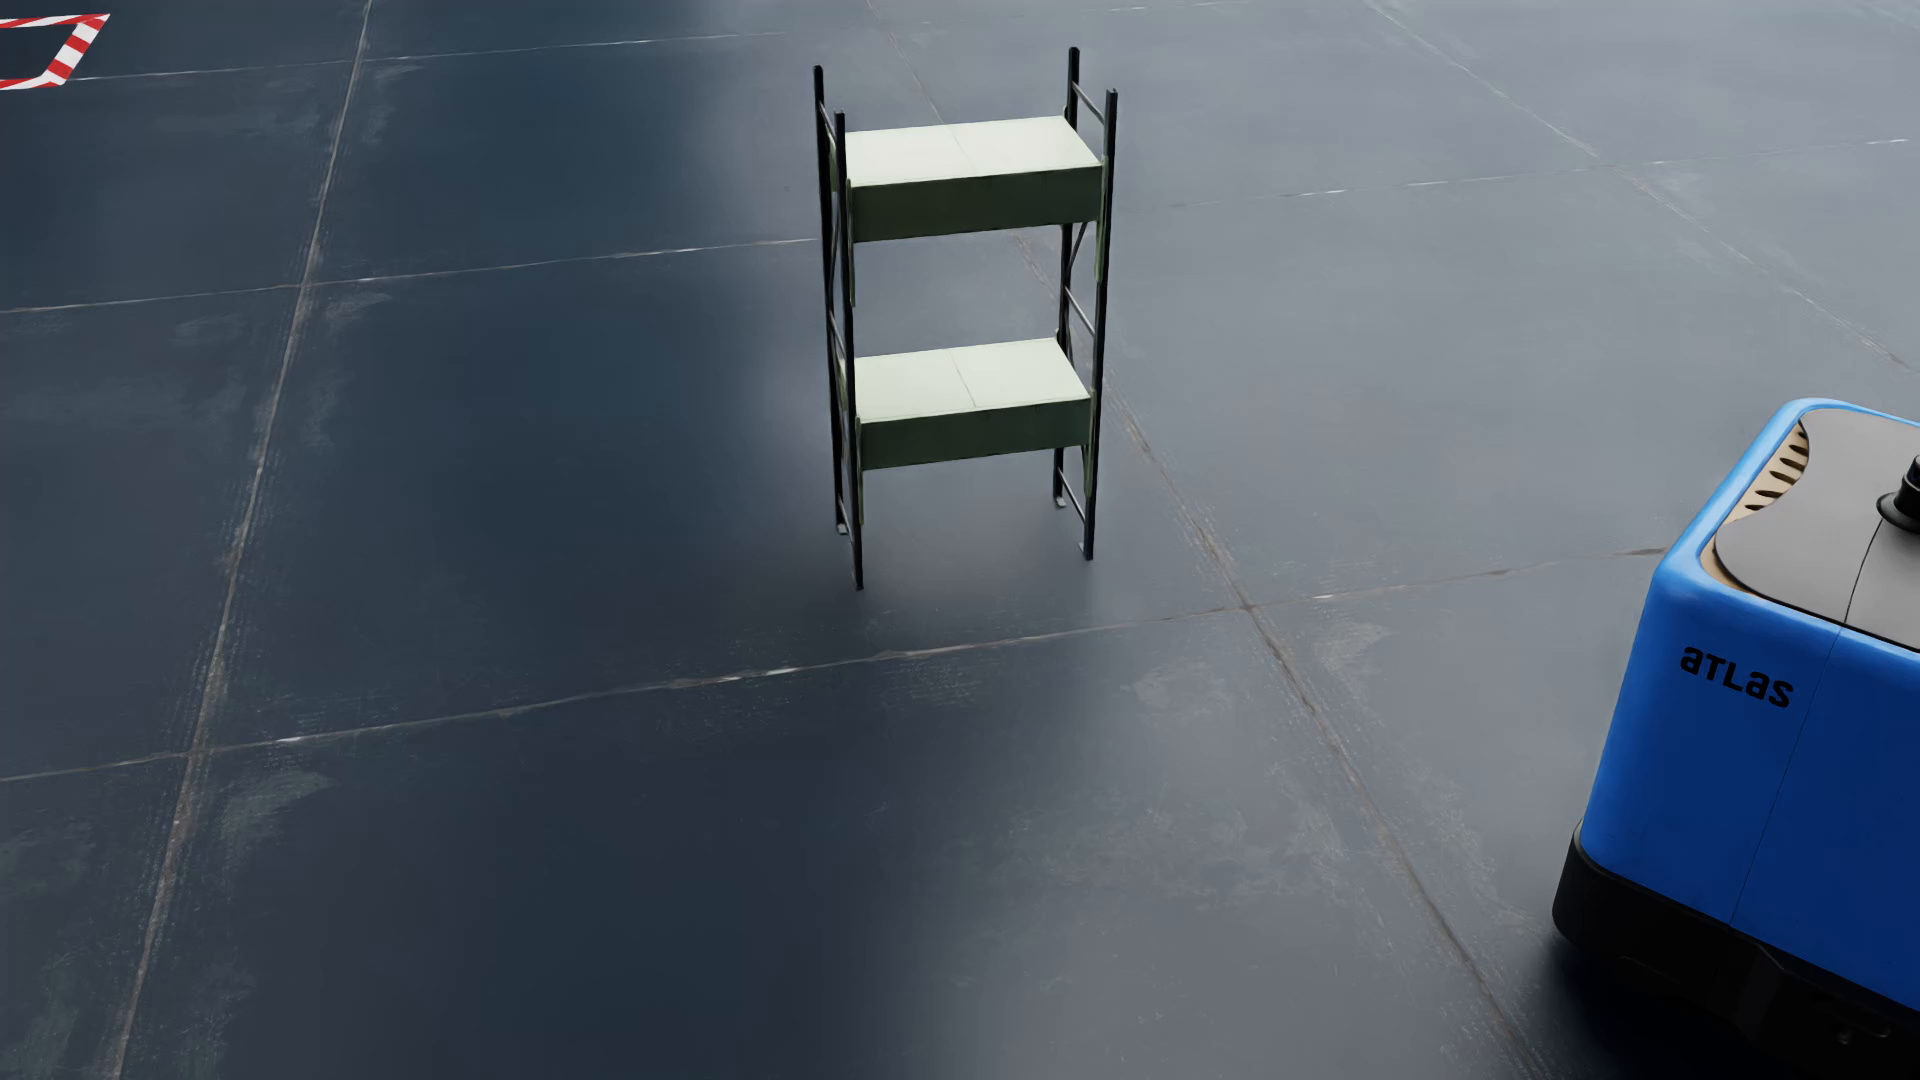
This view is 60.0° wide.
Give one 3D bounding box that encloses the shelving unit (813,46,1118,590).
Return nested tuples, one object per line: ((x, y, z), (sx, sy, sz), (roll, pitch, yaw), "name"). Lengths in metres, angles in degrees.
((0.007, -0.624, 4.905), (0.755, 1.500, 0.431), (-7, 35, -11), "shelving unit")

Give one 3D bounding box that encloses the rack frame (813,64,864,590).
((-0.350, -0.579, 4.838), (0.023, 1.500, 0.400), (-7, 35, -11), "rack frame")

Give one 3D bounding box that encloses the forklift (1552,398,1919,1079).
((2.852, 0.035, 2.640), (3.031, 2.935, 1.130), (24, 41, 31), "forklift")

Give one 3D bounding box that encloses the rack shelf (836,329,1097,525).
((0.007, -0.353, 5.087), (0.720, 0.370, 0.431), (-7, 35, -11), "rack shelf")

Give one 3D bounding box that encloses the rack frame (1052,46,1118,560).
((0.363, -0.669, 4.972), (0.023, 1.500, 0.400), (-7, 35, -11), "rack frame")

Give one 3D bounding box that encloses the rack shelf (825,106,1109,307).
((0.007, -0.948, 4.688), (0.720, 0.370, 0.431), (-7, 35, -11), "rack shelf")
